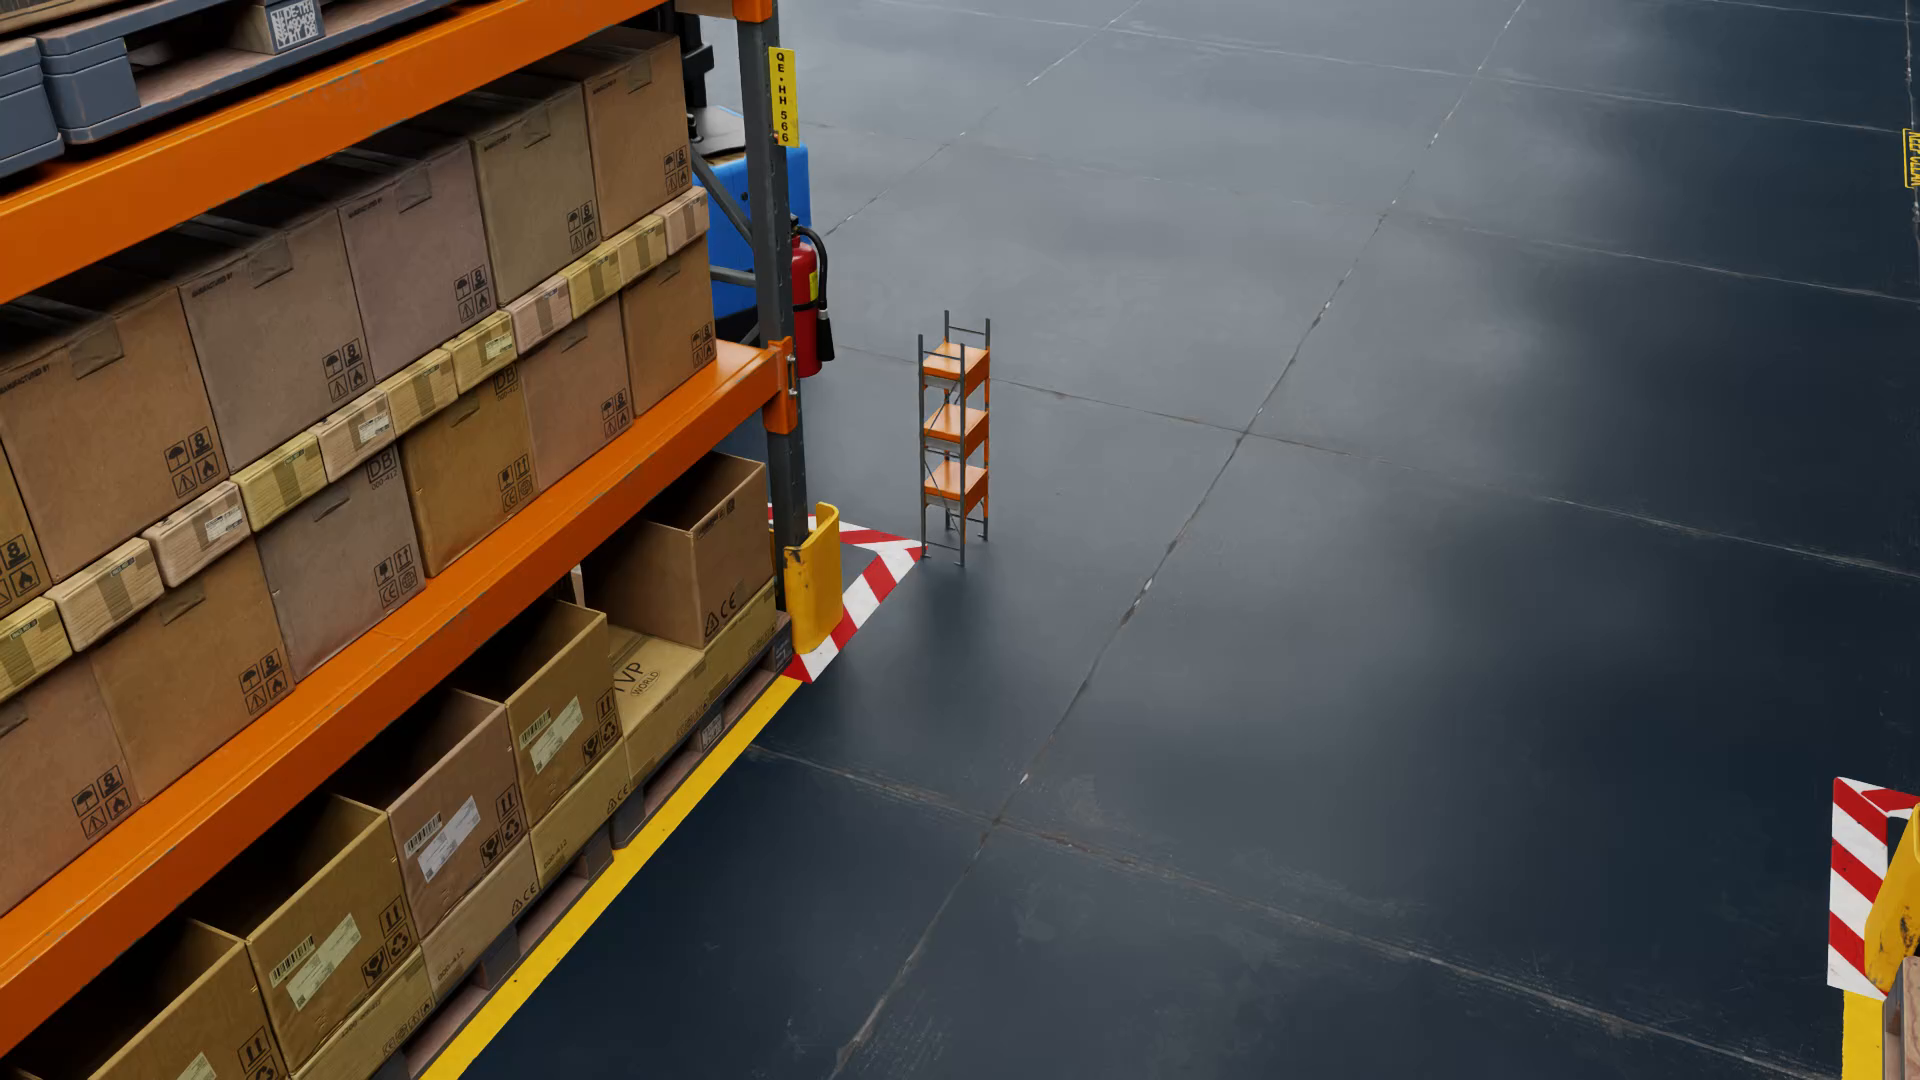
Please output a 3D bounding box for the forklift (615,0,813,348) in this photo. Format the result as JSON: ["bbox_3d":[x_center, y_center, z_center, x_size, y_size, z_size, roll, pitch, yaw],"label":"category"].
[{"bbox_3d":[-2.112,-2.747,8.766,1.130,2.935,3.031,-26,42,-34],"label":"forklift"}]

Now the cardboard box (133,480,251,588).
[{"bbox_3d":[-1.916,-0.051,3.909,0.380,0.149,0.250,13,35,19],"label":"cardboard box"}]

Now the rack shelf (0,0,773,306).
[{"bbox_3d":[-1.903,-0.955,3.892,1.077,0.370,4.000,14,36,20],"label":"rack shelf"}]

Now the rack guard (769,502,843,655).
[{"bbox_3d":[-1.056,0.035,6.740,1.175,0.500,0.348,14,36,20],"label":"rack guard"}]

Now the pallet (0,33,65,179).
[{"bbox_3d":[-2.407,-0.654,2.857,1.003,0.211,1.213,14,36,20],"label":"pallet"}]

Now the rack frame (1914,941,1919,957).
[{"bbox_3d":[3.434,0.137,4.306,1.000,3.000,0.127,14,36,20],"label":"rack frame"}]

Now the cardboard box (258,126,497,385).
[{"bbox_3d":[-1.721,-0.812,4.478,0.700,0.500,0.500,14,36,21],"label":"cardboard box"}]

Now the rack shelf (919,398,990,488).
[{"bbox_3d":[-0.022,-0.404,6.927,0.215,0.259,0.240,14,36,20],"label":"rack shelf"}]

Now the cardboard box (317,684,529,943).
[{"bbox_3d":[-1.636,0.748,4.814,0.500,0.500,0.500,14,36,20],"label":"cardboard box"}]

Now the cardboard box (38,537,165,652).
[{"bbox_3d":[-2.025,0.083,3.706,0.380,0.149,0.250,13,35,19],"label":"cardboard box"}]

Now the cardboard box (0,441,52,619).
[{"bbox_3d":[-2.350,-0.064,3.339,0.700,0.500,0.500,14,36,20],"label":"cardboard box"}]

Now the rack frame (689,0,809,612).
[{"bbox_3d":[-1.066,-0.998,6.036,1.000,3.000,0.127,14,36,20],"label":"rack frame"}]

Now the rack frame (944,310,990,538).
[{"bbox_3d":[0.029,-0.473,7.014,0.200,1.050,0.008,14,36,20],"label":"rack frame"}]

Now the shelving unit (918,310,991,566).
[{"bbox_3d":[-0.022,-0.413,6.922,0.215,1.050,0.252,14,36,20],"label":"shelving unit"}]

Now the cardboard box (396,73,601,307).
[{"bbox_3d":[-1.511,-1.063,4.862,0.700,0.500,0.500,13,36,19],"label":"cardboard box"}]

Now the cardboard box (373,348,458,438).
[{"bbox_3d":[-1.594,-0.432,4.490,0.380,0.149,0.250,15,36,22],"label":"cardboard box"}]

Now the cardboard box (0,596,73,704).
[{"bbox_3d":[-2.132,0.207,3.516,0.380,0.149,0.250,14,36,20],"label":"cardboard box"}]

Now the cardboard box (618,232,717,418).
[{"bbox_3d":[-1.273,-0.810,5.659,0.700,0.500,0.500,14,36,20],"label":"cardboard box"}]

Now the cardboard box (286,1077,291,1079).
[{"bbox_3d":[-2.057,1.559,4.261,0.500,0.250,0.500,14,36,20],"label":"cardboard box"}]

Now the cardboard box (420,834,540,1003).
[{"bbox_3d":[-1.639,1.061,5.021,0.500,0.250,0.500,14,36,20],"label":"cardboard box"}]

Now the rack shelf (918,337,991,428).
[{"bbox_3d":[-0.022,-0.641,6.772,0.215,0.259,0.240,14,36,20],"label":"rack shelf"}]

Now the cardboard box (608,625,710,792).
[{"bbox_3d":[-1.221,0.563,5.781,0.500,0.250,0.500,14,36,20],"label":"cardboard box"}]

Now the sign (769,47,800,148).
[{"bbox_3d":[-0.579,-1.450,5.454,0.100,0.325,0.005,14,36,20],"label":"sign"}]

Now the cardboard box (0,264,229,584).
[{"bbox_3d":[-2.140,-0.314,3.719,0.700,0.500,0.500,14,36,20],"label":"cardboard box"}]

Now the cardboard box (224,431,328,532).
[{"bbox_3d":[-1.807,-0.181,4.107,0.380,0.149,0.250,14,36,20],"label":"cardboard box"}]

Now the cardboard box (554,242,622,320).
[{"bbox_3d":[-1.268,-0.819,5.081,0.380,0.149,0.250,14,36,20],"label":"cardboard box"}]

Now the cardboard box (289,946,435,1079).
[{"bbox_3d":[-1.843,1.311,4.639,0.500,0.250,0.500,14,36,20],"label":"cardboard box"}]

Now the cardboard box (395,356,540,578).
[{"bbox_3d":[-1.702,-0.302,4.883,0.700,0.500,0.500,14,36,21],"label":"cardboard box"}]

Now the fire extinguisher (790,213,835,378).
[{"bbox_3d":[-0.595,-0.918,5.985,0.296,0.674,0.183,14,36,20],"label":"fire extinguisher"}]

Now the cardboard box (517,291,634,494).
[{"bbox_3d":[-1.489,-0.548,5.258,0.700,0.500,0.500,15,36,22],"label":"cardboard box"}]

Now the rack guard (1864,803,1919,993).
[{"bbox_3d":[3.403,1.220,4.934,1.175,0.500,0.348,14,36,20],"label":"rack guard"}]

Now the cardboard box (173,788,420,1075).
[{"bbox_3d":[-1.843,0.998,4.434,0.500,0.500,0.500,14,36,20],"label":"cardboard box"}]

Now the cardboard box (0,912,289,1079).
[{"bbox_3d":[-2.060,1.245,4.057,0.500,0.500,0.500,14,36,20],"label":"cardboard box"}]

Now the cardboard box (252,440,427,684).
[{"bbox_3d":[-1.919,-0.039,4.482,0.700,0.500,0.500,15,36,22],"label":"cardboard box"}]

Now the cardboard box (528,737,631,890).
[{"bbox_3d":[-1.428,0.812,5.400,0.500,0.250,0.500,14,36,20],"label":"cardboard box"}]

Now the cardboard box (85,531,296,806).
[{"bbox_3d":[-2.132,0.217,4.093,0.700,0.500,0.500,15,36,21],"label":"cardboard box"}]

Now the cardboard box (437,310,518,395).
[{"bbox_3d":[-1.485,-0.563,4.691,0.380,0.149,0.250,15,36,22],"label":"cardboard box"}]

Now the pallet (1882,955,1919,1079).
[{"bbox_3d":[3.031,1.737,4.408,1.003,0.211,1.213,14,36,20],"label":"pallet"}]

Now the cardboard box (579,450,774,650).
[{"bbox_3d":[-1.021,-0.002,5.958,0.500,0.500,0.500,14,36,20],"label":"cardboard box"}]

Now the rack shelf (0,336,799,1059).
[{"bbox_3d":[-1.903,0.299,4.715,1.077,0.370,4.000,14,36,20],"label":"rack shelf"}]

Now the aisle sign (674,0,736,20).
[{"bbox_3d":[-0.772,-2.050,5.271,0.394,0.787,0.004,14,36,20],"label":"aisle sign"}]

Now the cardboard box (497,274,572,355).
[{"bbox_3d":[-1.376,-0.694,4.890,0.380,0.149,0.250,15,36,21],"label":"cardboard box"}]

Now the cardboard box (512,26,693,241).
[{"bbox_3d":[-1.296,-1.326,5.263,0.700,0.500,0.500,14,36,21],"label":"cardboard box"}]

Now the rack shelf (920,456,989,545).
[{"bbox_3d":[-0.022,-0.171,7.080,0.215,0.259,0.240,14,36,20],"label":"rack shelf"}]

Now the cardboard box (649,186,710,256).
[{"bbox_3d":[-1.053,-1.077,5.474,0.380,0.149,0.250,14,36,20],"label":"cardboard box"}]

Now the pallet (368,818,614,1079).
[{"bbox_3d":[-1.860,1.164,5.282,1.003,0.211,1.213,14,36,20],"label":"pallet"}]

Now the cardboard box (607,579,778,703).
[{"bbox_3d":[-1.022,0.311,6.164,0.500,0.250,0.500,14,36,20],"label":"cardboard box"}]

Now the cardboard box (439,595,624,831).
[{"bbox_3d":[-1.426,0.499,5.193,0.500,0.500,0.500,14,36,20],"label":"cardboard box"}]

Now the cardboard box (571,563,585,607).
[{"bbox_3d":[-1.493,0.192,6.346,0.500,0.250,0.500,14,36,20],"label":"cardboard box"}]

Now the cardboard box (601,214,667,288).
[{"bbox_3d":[-1.162,-0.946,5.275,0.380,0.149,0.250,15,36,22],"label":"cardboard box"}]

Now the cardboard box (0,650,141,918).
[{"bbox_3d":[-2.345,0.466,3.713,0.700,0.500,0.500,14,36,20],"label":"cardboard box"}]

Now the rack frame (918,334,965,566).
[{"bbox_3d":[-0.073,-0.352,6.829,0.200,1.050,0.008,14,36,20],"label":"rack frame"}]

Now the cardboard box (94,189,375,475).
[{"bbox_3d":[-1.930,-0.562,4.098,0.700,0.500,0.500,14,36,21],"label":"cardboard box"}]

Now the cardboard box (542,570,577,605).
[{"bbox_3d":[-1.700,0.128,5.760,0.500,0.500,0.500,14,36,20],"label":"cardboard box"}]

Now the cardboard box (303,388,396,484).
[{"bbox_3d":[-1.700,-0.304,4.295,0.380,0.149,0.250,14,36,20],"label":"cardboard box"}]

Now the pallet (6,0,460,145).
[{"bbox_3d":[-1.895,-1.259,3.780,1.003,0.211,1.213,14,36,20],"label":"pallet"}]

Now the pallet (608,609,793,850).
[{"bbox_3d":[-1.348,0.559,6.205,1.003,0.211,1.213,14,36,20],"label":"pallet"}]
